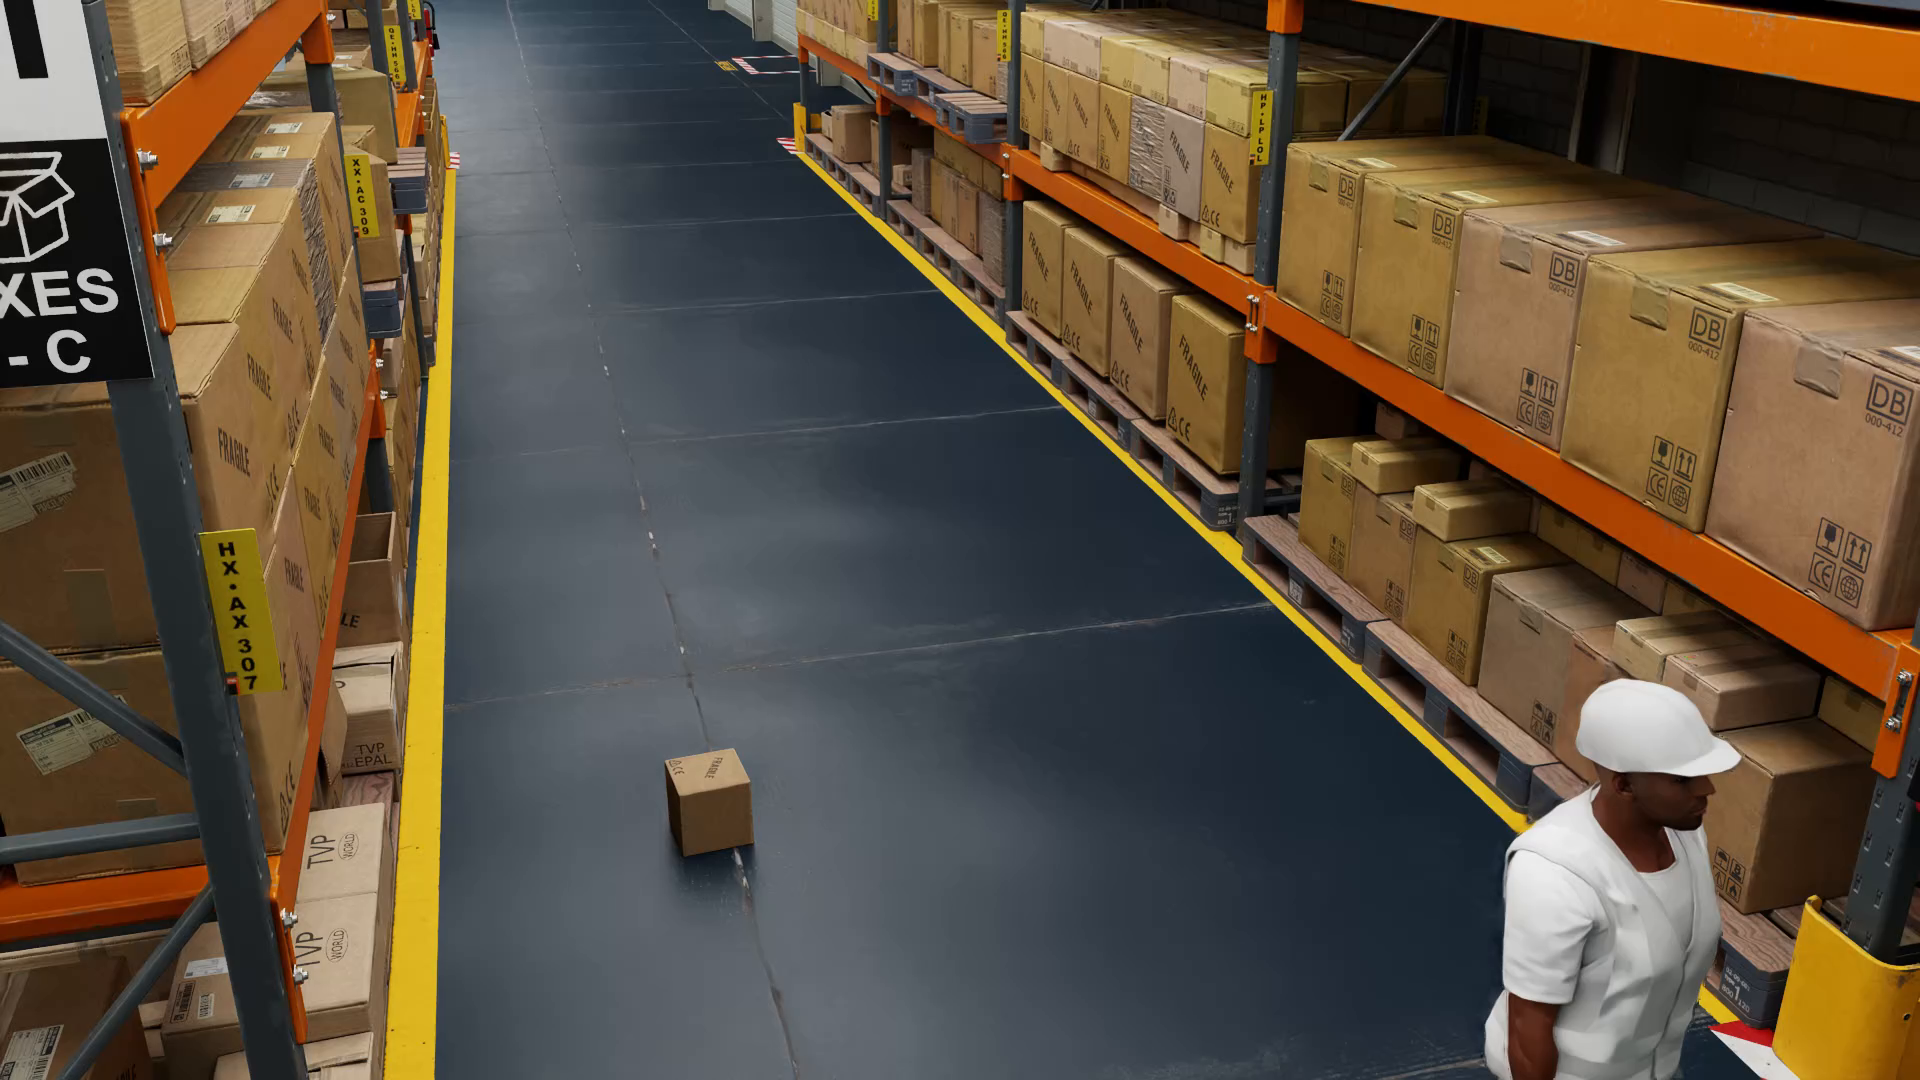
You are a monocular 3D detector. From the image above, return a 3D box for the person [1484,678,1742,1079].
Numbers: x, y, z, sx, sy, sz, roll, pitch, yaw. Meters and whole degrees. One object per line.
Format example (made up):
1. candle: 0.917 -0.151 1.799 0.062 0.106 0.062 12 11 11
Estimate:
1. person: 1.287 1.068 3.454 0.590 1.758 0.510 -16 28 -33
